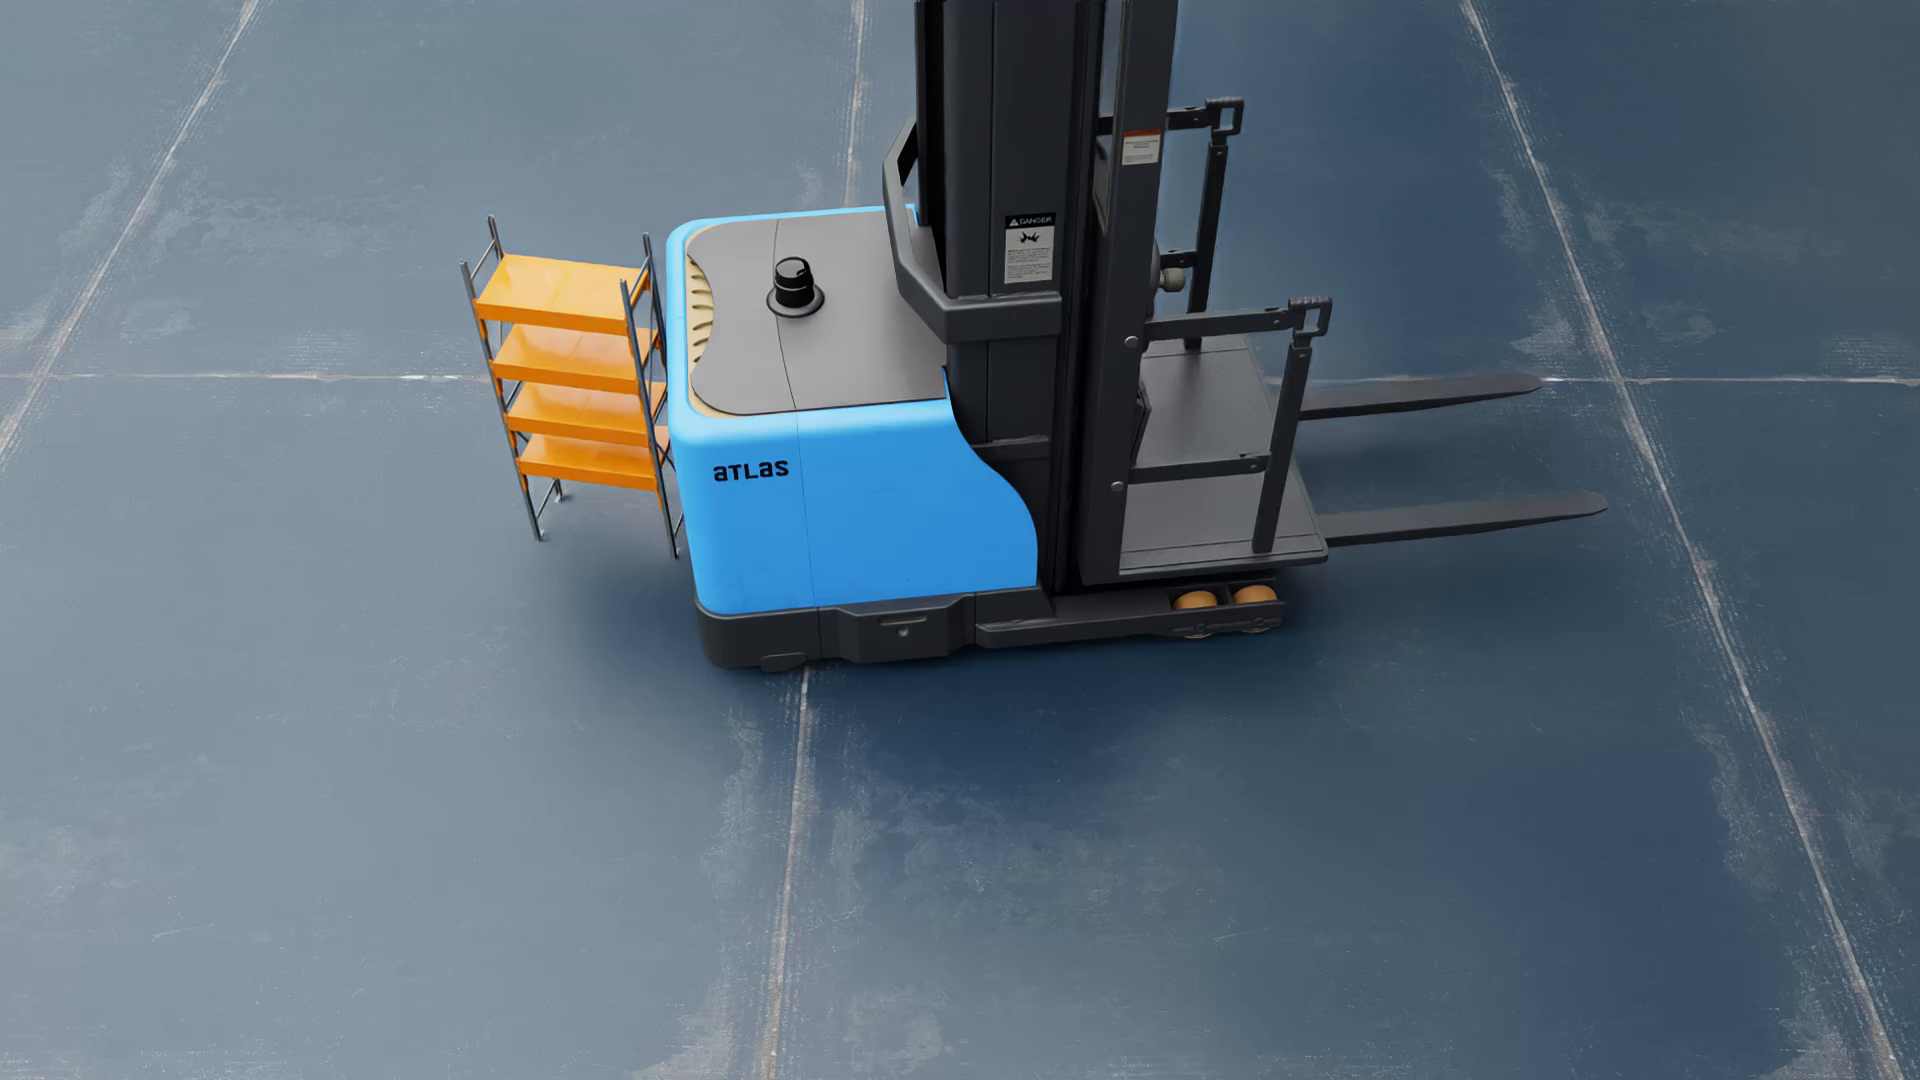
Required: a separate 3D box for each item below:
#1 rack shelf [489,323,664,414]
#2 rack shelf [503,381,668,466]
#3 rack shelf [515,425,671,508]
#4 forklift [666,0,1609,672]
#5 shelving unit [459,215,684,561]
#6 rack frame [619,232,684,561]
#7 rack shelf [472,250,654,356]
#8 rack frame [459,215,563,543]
[{"bbox_3d":[-1.197,-0.562,5.240,0.480,0.148,0.258,8,48,7],"label":"rack shelf"},{"bbox_3d":[-1.197,-0.409,5.403,0.480,0.148,0.258,8,48,7],"label":"rack shelf"},{"bbox_3d":[-1.197,-0.274,5.549,0.480,0.148,0.258,8,48,7],"label":"rack shelf"},{"bbox_3d":[0.623,-1.057,4.731,3.031,2.935,1.130,-5,47,-5],"label":"forklift"},{"bbox_3d":[-1.197,-0.455,5.354,0.503,1.200,0.258,8,48,7],"label":"shelving unit"},{"bbox_3d":[-0.957,-0.424,5.325,0.015,1.200,0.240,8,48,7],"label":"rack frame"},{"bbox_3d":[-1.197,-0.723,5.066,0.480,0.148,0.258,8,48,7],"label":"rack shelf"},{"bbox_3d":[-1.438,-0.487,5.383,0.015,1.200,0.240,8,48,7],"label":"rack frame"}]
